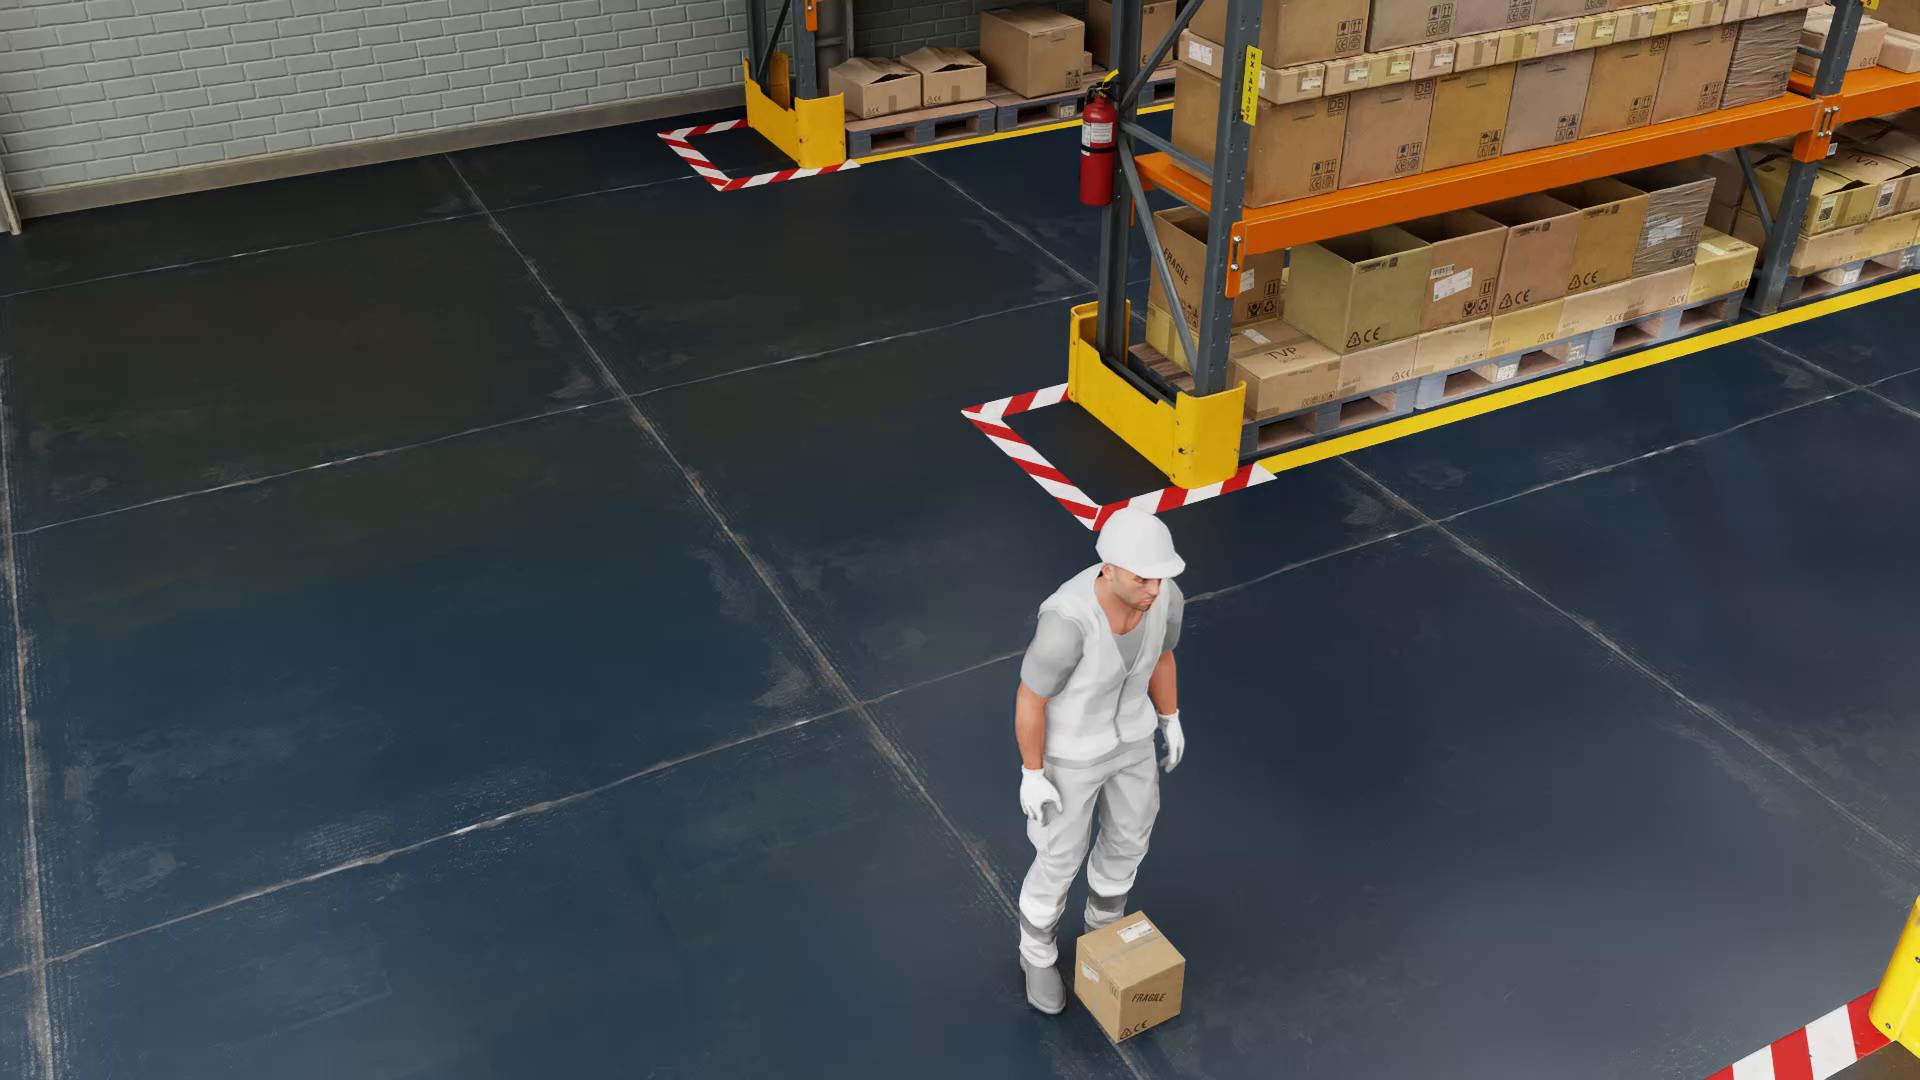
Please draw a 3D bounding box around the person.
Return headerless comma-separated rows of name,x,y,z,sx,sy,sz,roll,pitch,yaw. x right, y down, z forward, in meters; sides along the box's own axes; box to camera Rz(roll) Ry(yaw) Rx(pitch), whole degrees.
person,0.440,0.653,5.110,0.617,1.778,0.453,-18,37,-26
